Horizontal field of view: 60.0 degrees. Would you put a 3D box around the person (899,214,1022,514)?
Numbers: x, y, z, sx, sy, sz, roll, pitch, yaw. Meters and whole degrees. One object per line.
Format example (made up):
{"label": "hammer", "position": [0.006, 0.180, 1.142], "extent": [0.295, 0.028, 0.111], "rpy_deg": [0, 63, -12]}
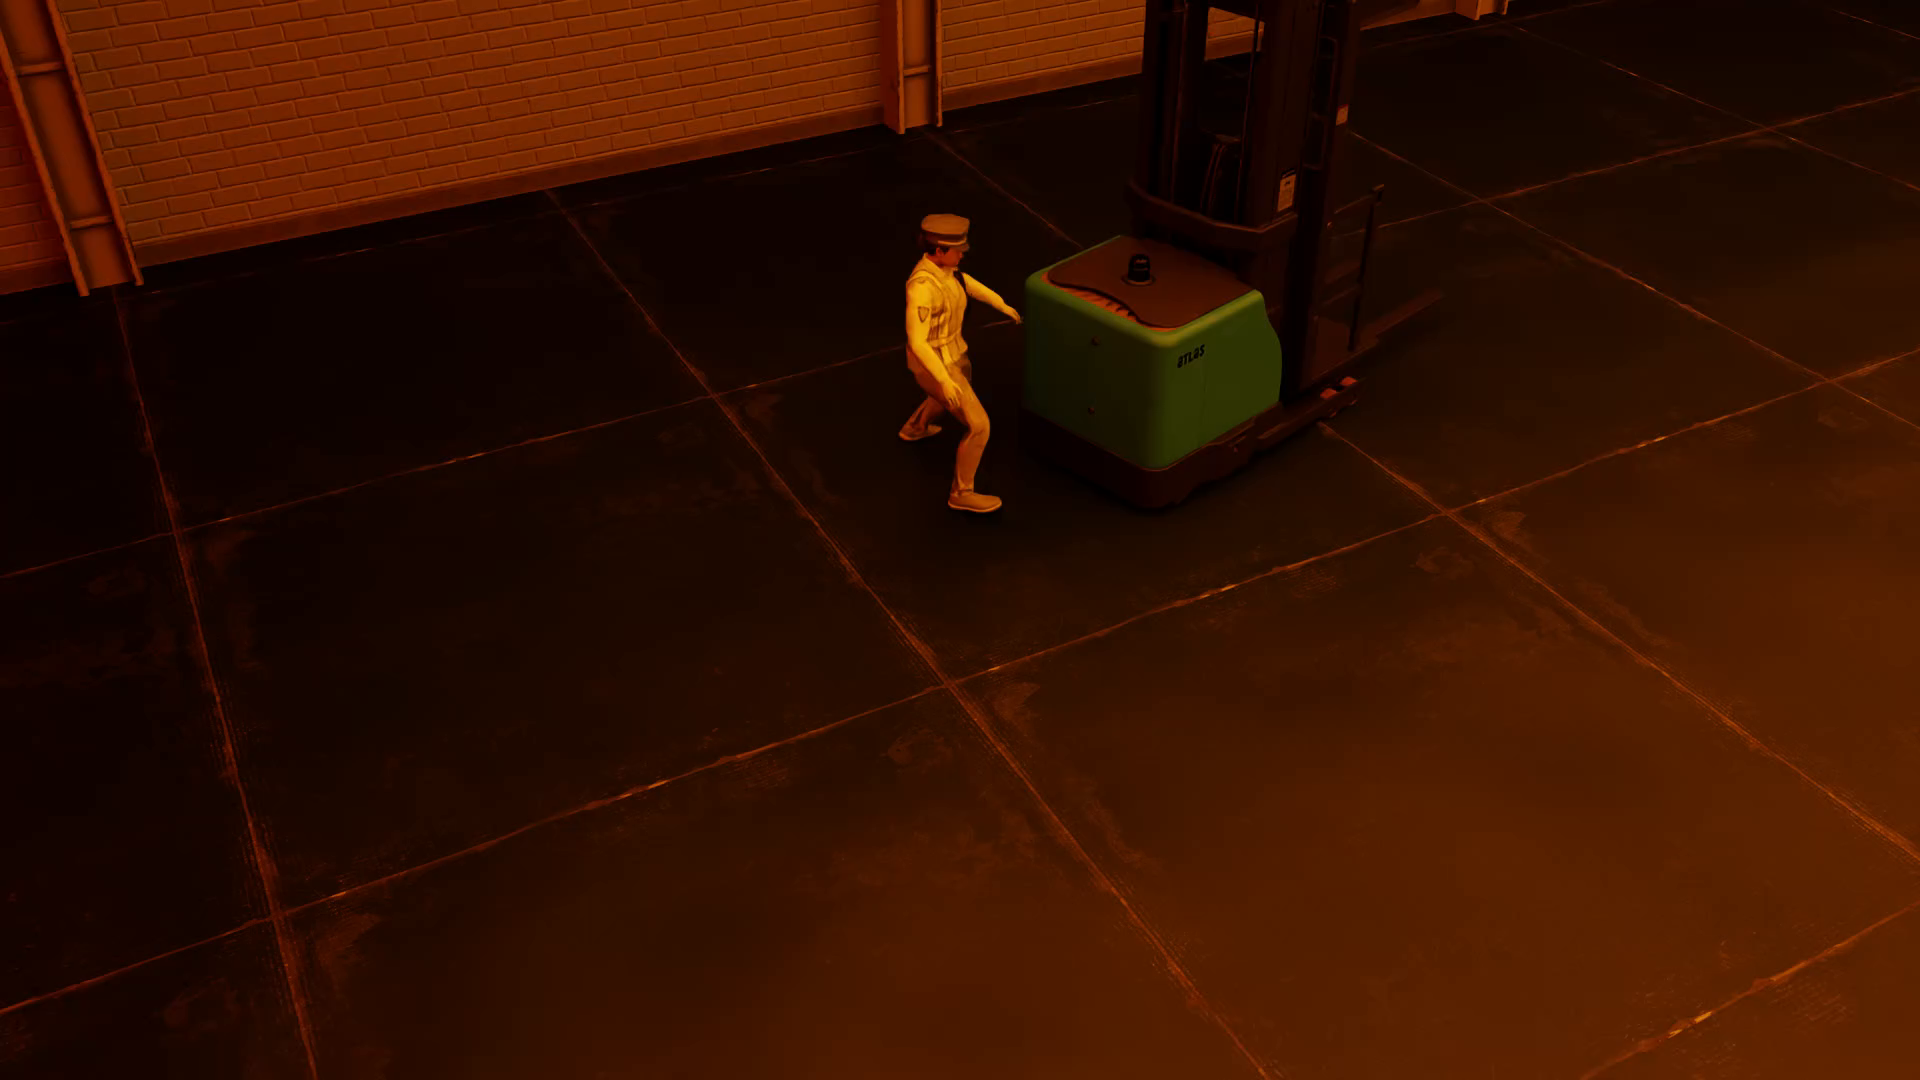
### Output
{"label": "person", "position": [-0.038, -0.989, 8.793], "extent": [0.775, 1.539, 0.899], "rpy_deg": [11, 37, 15]}

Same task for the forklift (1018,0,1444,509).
{"label": "forklift", "position": [1.734, -2.101, 9.096], "extent": [3.031, 2.935, 1.130], "rpy_deg": [-29, 45, -35]}
